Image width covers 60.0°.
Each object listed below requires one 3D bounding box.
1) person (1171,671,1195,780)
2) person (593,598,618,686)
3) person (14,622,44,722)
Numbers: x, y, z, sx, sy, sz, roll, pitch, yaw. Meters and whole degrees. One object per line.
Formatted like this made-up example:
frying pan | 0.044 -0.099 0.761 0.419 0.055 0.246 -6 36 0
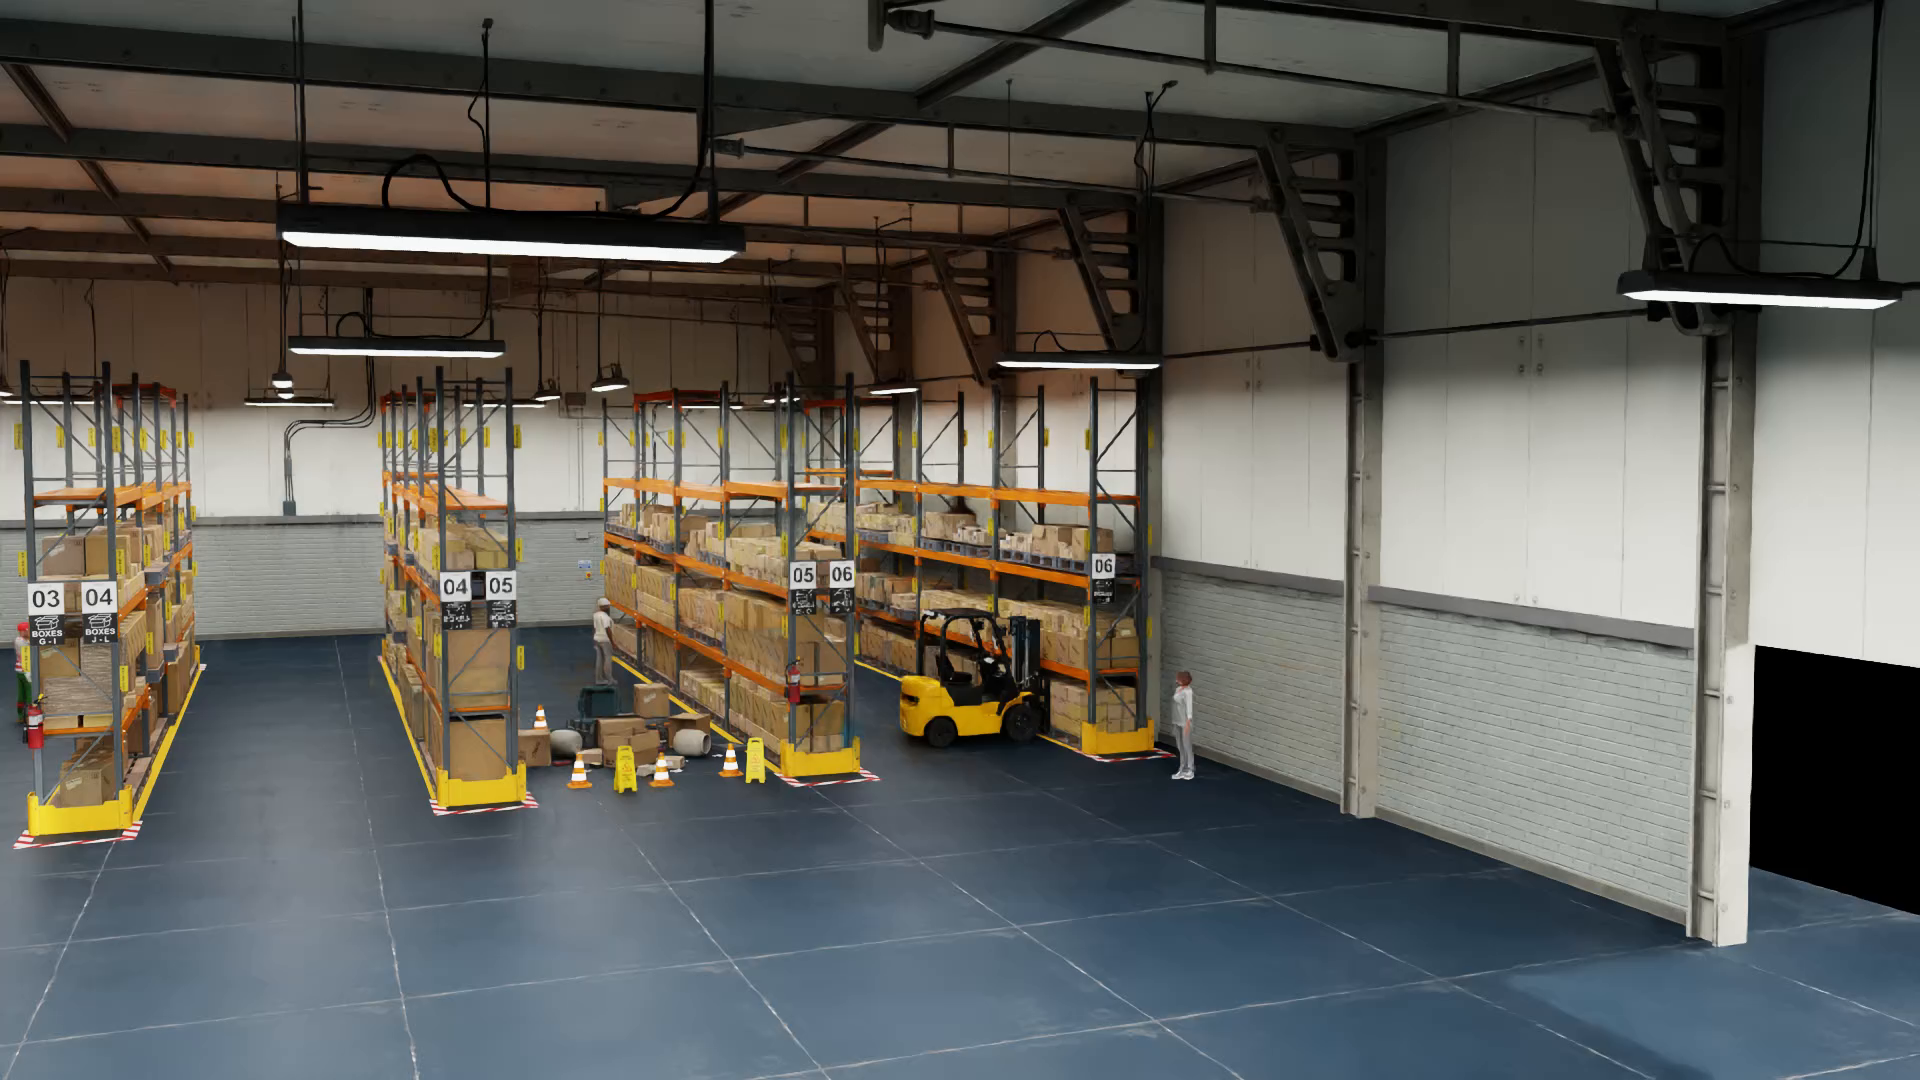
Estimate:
person | 3.308 2.732 24.508 0.350 1.619 0.471 -2 4 -25
person | -7.216 2.071 33.901 0.427 1.768 0.657 -3 5 -43
person | -16.402 2.337 29.320 0.465 1.783 0.626 -3 4 -37
